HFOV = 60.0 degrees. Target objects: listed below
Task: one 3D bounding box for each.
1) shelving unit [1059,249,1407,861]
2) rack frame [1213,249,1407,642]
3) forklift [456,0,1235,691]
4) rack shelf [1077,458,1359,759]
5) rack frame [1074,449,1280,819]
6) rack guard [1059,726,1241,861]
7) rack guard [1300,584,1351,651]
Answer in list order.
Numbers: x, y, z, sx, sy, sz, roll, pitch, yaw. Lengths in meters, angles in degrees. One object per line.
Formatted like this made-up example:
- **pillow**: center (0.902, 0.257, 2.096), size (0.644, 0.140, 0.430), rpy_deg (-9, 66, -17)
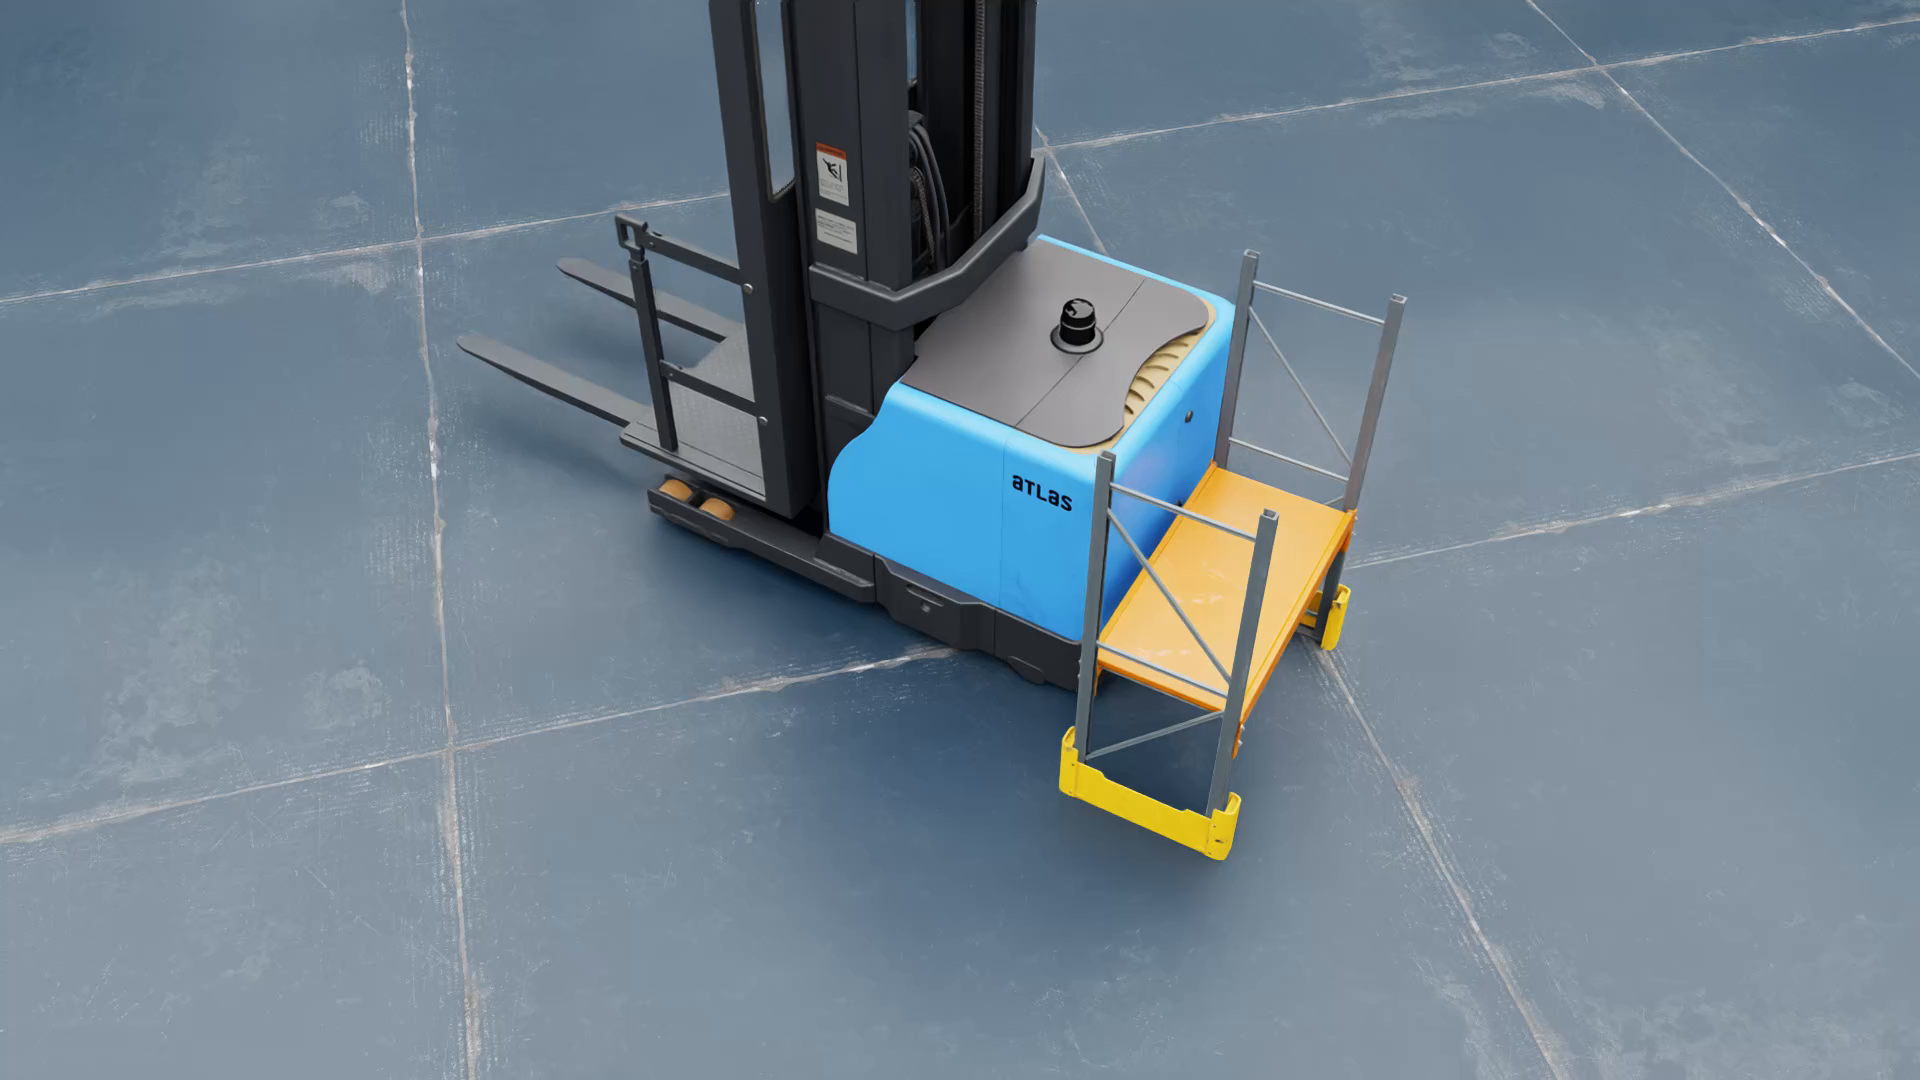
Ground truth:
- **shelving unit**: center (0.835, 0.056, 5.145), size (0.587, 1.500, 1.083), rpy_deg (21, 49, 20)
- **rack frame**: center (1.076, -0.257, 5.451), size (0.500, 1.500, 0.032), rpy_deg (21, 49, 20)
- **forklift**: center (-0.577, -1.316, 5.487), size (3.031, 2.935, 1.130), rpy_deg (24, 50, 21)
- **rack shelf**: center (0.831, 0.187, 5.268), size (0.538, 0.185, 1.000), rpy_deg (21, 49, 20)
- **rack frame**: center (0.586, 0.379, 4.828), size (0.500, 1.500, 0.032), rpy_deg (21, 49, 20)
- **rack guard**: center (0.595, 0.805, 5.286), size (0.587, 0.250, 0.087), rpy_deg (21, 49, 20)
- **rack guard**: center (1.076, 0.182, 5.897), size (0.587, 0.250, 0.087), rpy_deg (21, 49, 20)
